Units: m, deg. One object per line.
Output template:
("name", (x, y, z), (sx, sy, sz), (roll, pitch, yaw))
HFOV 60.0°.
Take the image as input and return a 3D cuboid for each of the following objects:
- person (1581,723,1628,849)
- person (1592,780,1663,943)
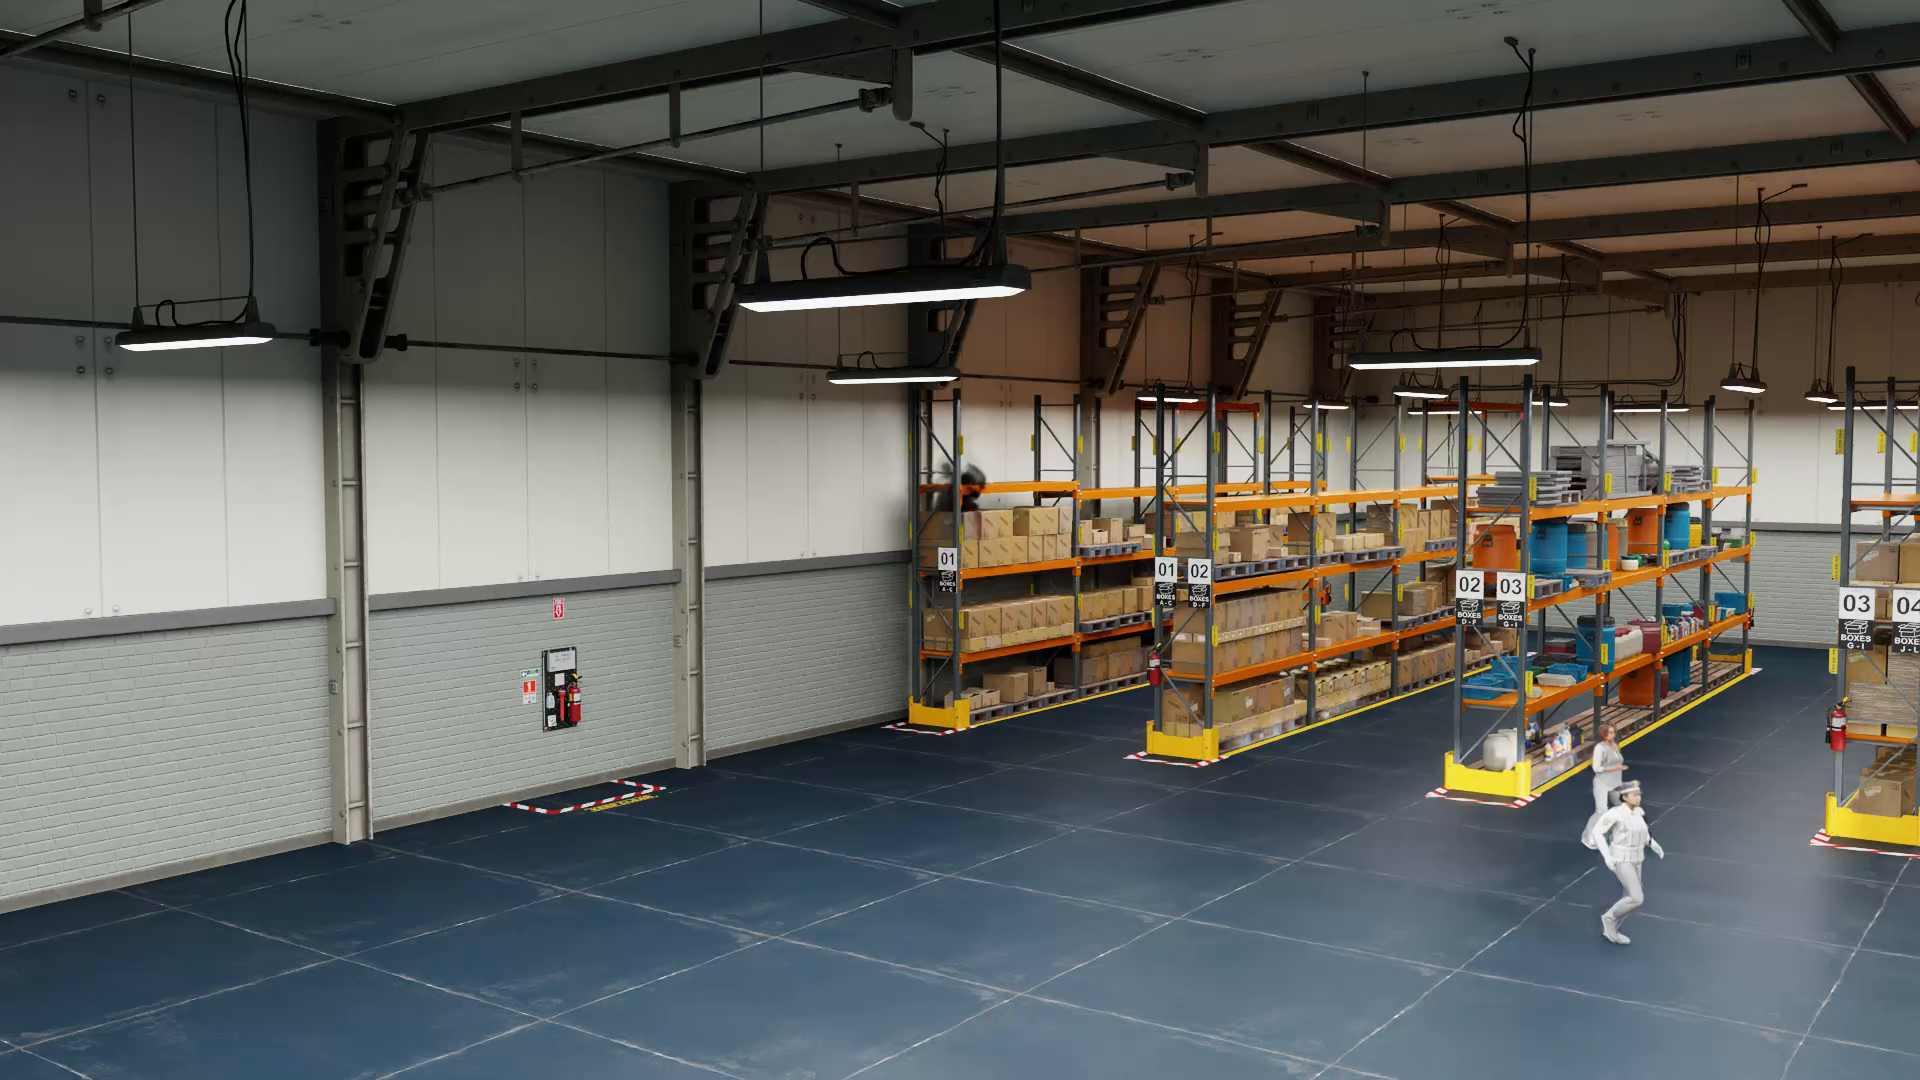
("person", (7.869, 3.043, 20.221), (0.516, 1.635, 0.678), (-2, 4, -25))
("person", (6.708, 3.220, 16.618), (0.623, 1.657, 0.567), (-2, 4, -33))
